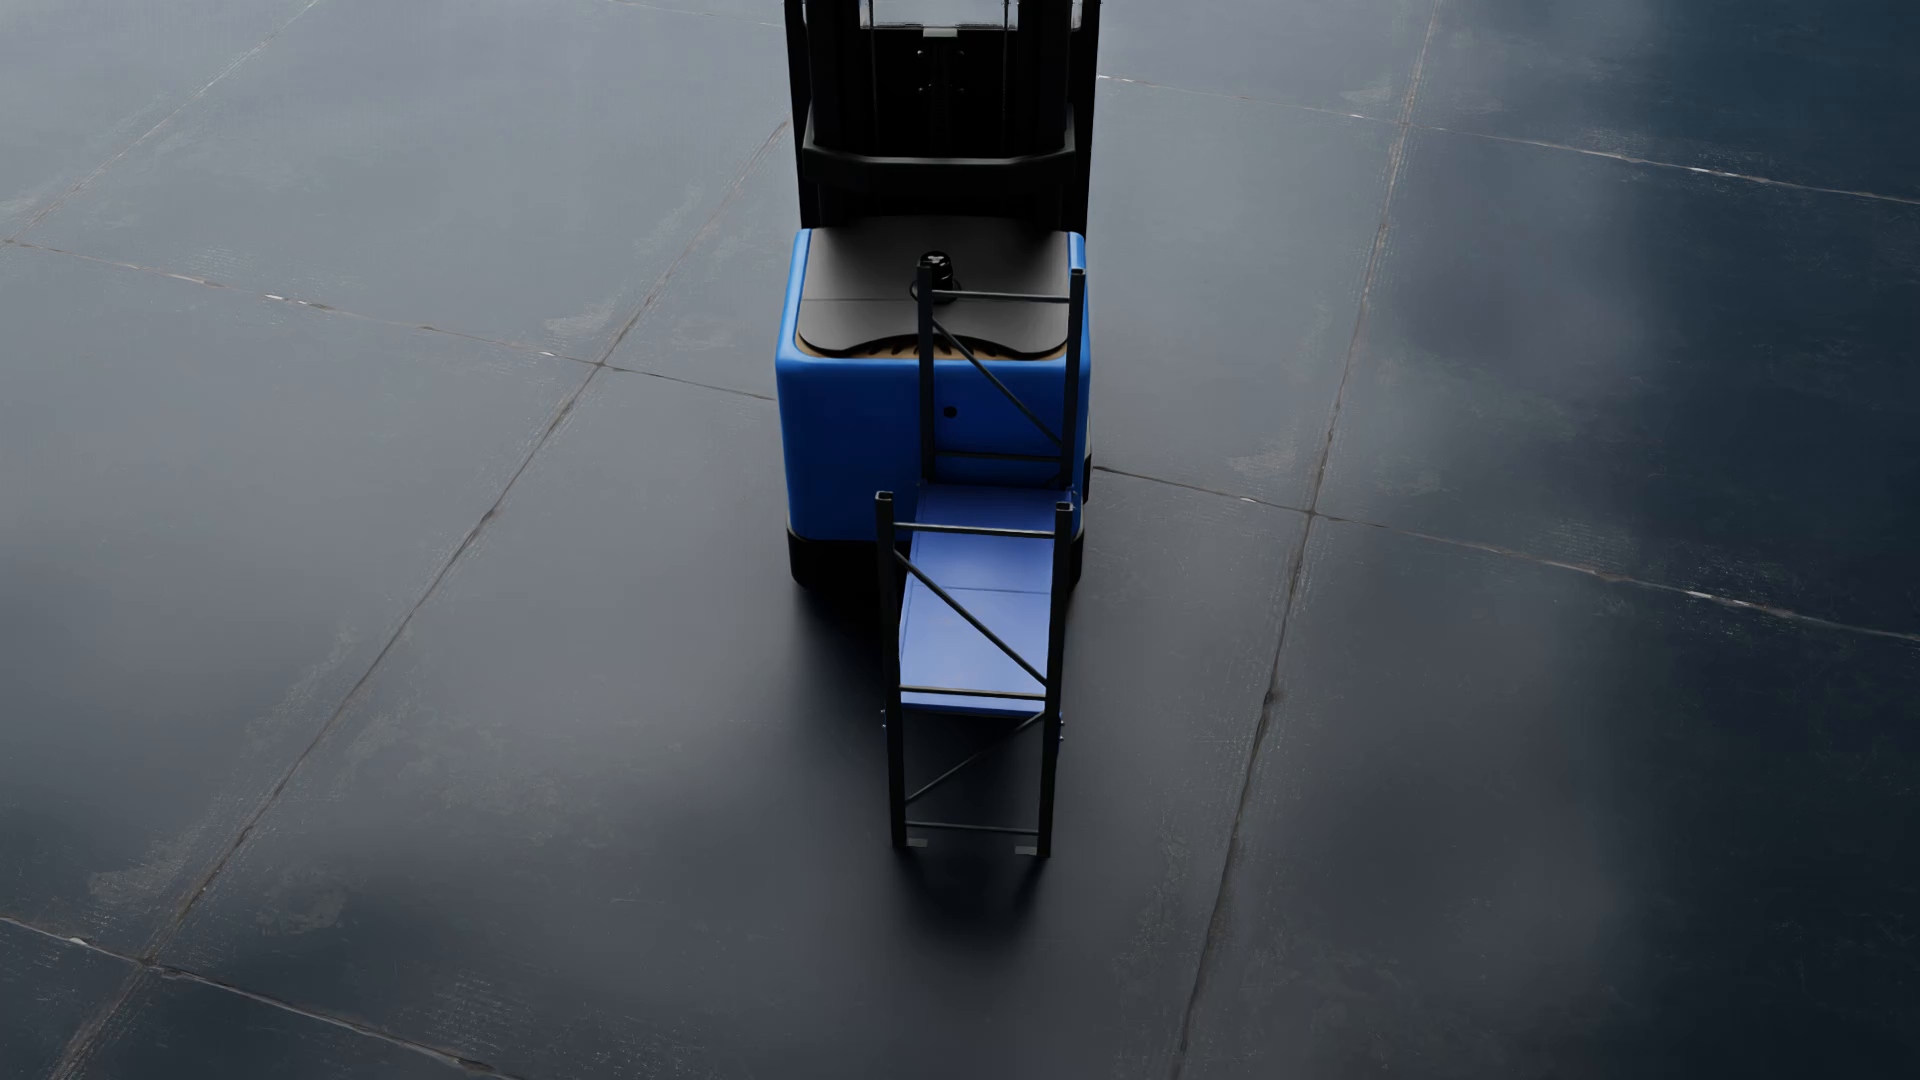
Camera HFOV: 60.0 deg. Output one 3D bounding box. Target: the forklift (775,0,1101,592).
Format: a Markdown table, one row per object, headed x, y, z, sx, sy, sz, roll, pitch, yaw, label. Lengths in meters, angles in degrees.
| x | y | z | sx | sy | sz | roll | pitch | yaw | label |
| --- | --- | --- | --- | --- | --- | --- | --- | --- | --- |
| -0.055 | -1.868 | 6.063 | 1.130 | 2.935 | 3.031 | 1 | 44 | 1 | forklift |

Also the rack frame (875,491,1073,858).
| x | y | z | sx | sy | sz | roll | pitch | yaw | label |
| --- | --- | --- | --- | --- | --- | --- | --- | --- | --- |
| 0.036 | 0.437 | 4.731 | 0.500 | 1.500 | 0.032 | 3 | 44 | 3 | rack frame |

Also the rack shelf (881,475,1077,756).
| x | y | z | sx | sy | sz | roll | pitch | yaw | label |
| --- | --- | --- | --- | --- | --- | --- | --- | --- | --- |
| 0.079 | 0.212 | 5.218 | 0.538 | 0.185 | 1.000 | 3 | 44 | 3 | rack shelf |

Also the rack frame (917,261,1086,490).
| x | y | z | sx | sy | sz | roll | pitch | yaw | label |
| --- | --- | --- | --- | --- | --- | --- | --- | --- | --- |
| 0.122 | -0.271 | 5.455 | 0.500 | 1.500 | 0.032 | 3 | 44 | 3 | rack frame |

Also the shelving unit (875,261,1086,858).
| x | y | z | sx | sy | sz | roll | pitch | yaw | label |
| --- | --- | --- | --- | --- | --- | --- | --- | --- | --- |
| 0.079 | 0.083 | 5.093 | 0.538 | 1.500 | 1.048 | 3 | 44 | 3 | shelving unit |
